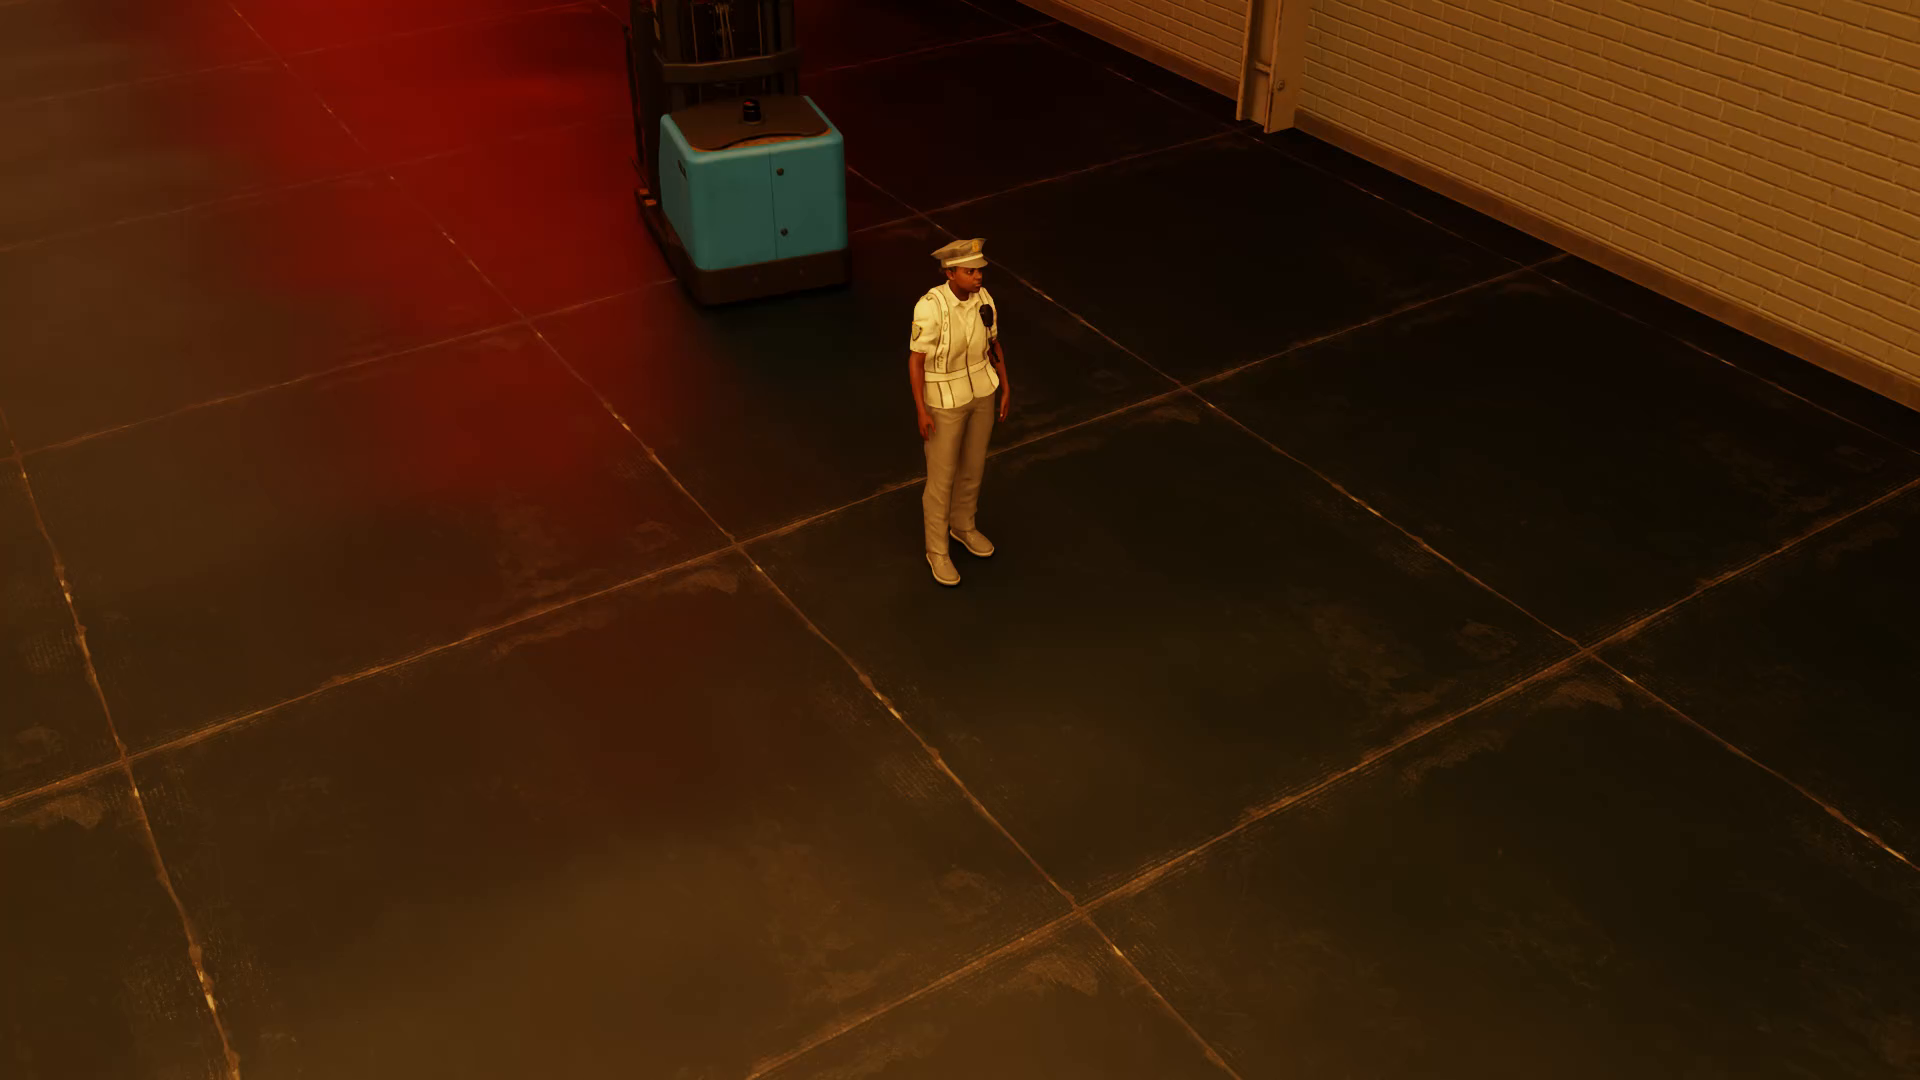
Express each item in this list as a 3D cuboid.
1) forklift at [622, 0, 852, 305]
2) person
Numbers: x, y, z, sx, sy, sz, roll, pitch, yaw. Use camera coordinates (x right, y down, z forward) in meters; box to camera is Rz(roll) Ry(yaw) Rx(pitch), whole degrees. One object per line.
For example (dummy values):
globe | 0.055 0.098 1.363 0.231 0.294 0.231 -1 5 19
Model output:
forklift | -1.721 -3.558 11.212 1.130 2.935 3.031 -13 37 -17
person | 0.024 -0.657 8.146 0.569 1.694 0.530 -21 40 -27
